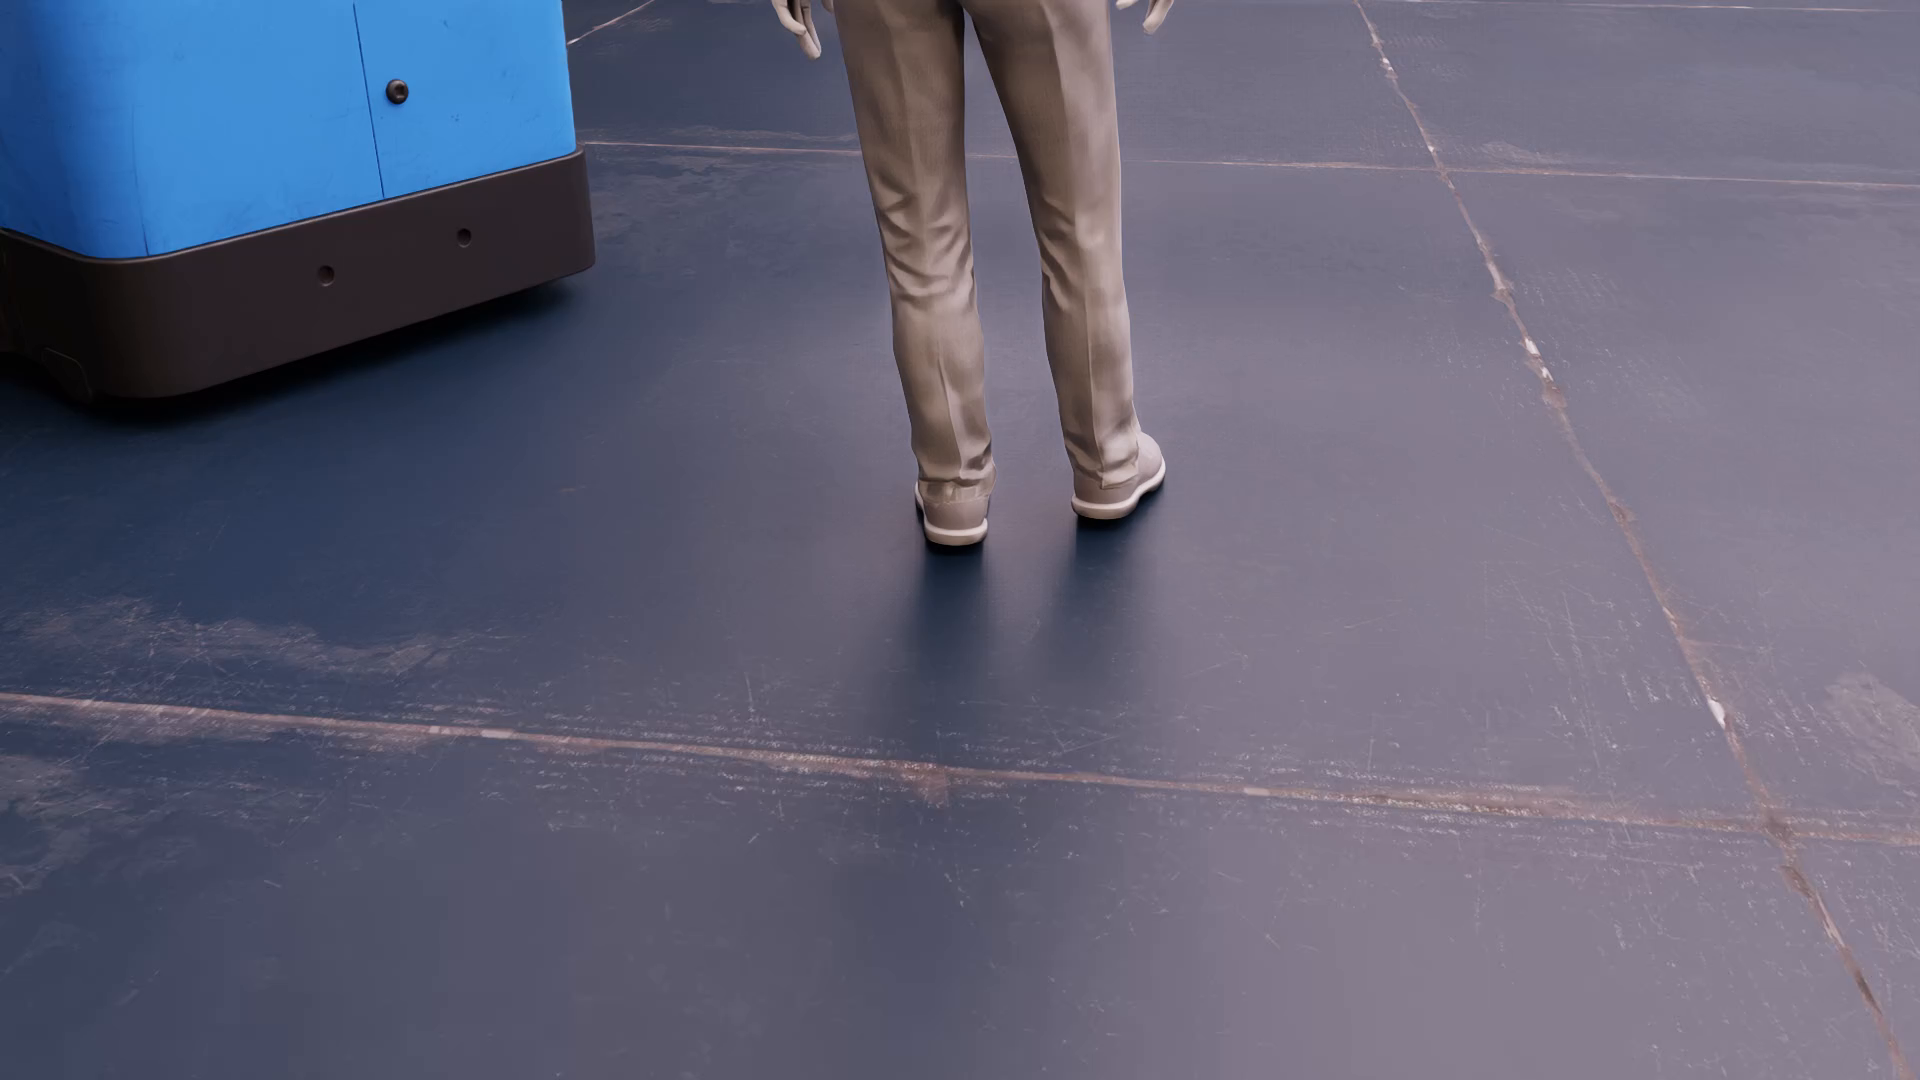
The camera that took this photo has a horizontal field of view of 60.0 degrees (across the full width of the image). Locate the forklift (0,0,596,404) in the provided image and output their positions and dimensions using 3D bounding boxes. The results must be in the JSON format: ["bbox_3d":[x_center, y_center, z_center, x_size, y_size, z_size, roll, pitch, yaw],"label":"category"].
[{"bbox_3d":[-2.247,-2.064,3.354,3.031,2.935,1.130,19,32,33],"label":"forklift"}]

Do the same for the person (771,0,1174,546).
[{"bbox_3d":[0.016,-0.795,2.178,0.586,1.694,0.531,3,27,7],"label":"person"}]
